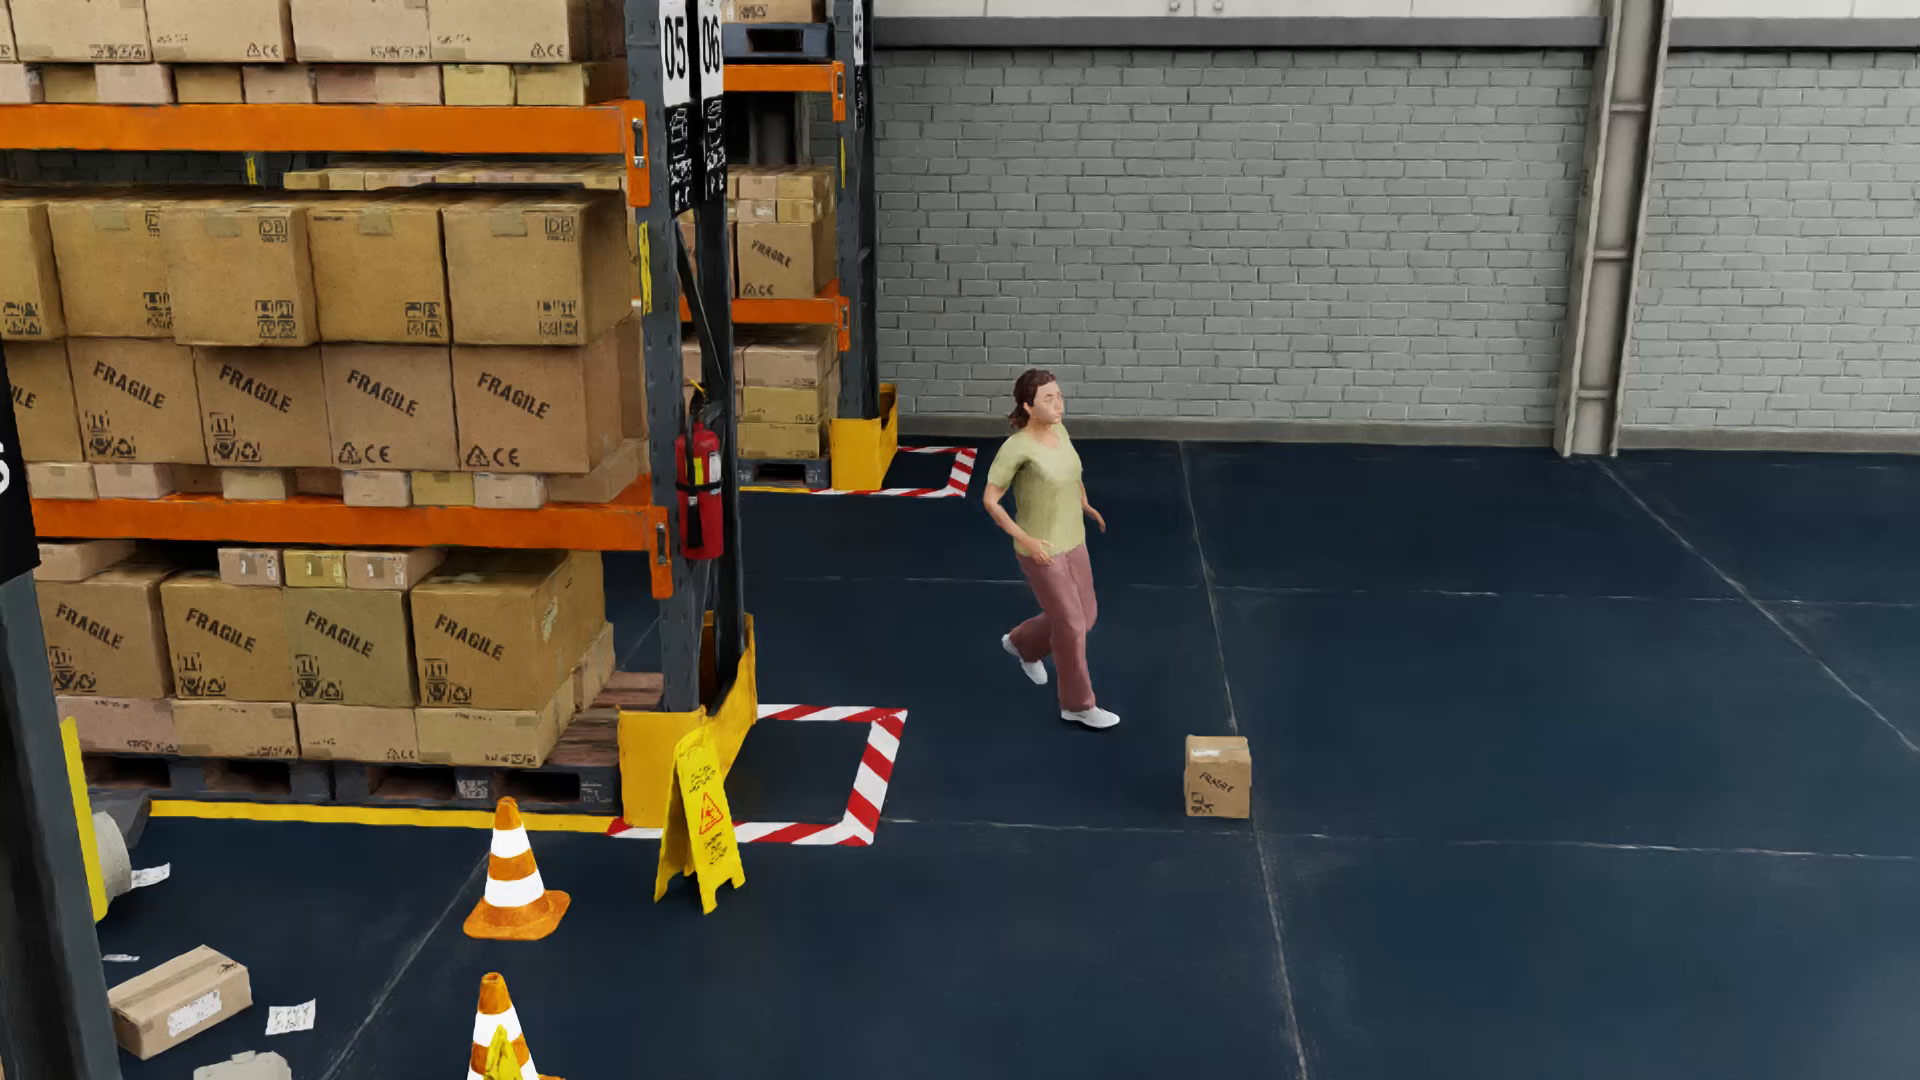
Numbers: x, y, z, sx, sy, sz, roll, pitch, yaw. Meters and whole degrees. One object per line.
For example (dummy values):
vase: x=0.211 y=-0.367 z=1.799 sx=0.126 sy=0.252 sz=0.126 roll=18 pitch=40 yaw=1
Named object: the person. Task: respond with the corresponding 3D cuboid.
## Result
person: x=0.373 y=0.039 z=7.450 sx=0.712 sy=1.644 sz=0.600 roll=17 pitch=24 yaw=42
